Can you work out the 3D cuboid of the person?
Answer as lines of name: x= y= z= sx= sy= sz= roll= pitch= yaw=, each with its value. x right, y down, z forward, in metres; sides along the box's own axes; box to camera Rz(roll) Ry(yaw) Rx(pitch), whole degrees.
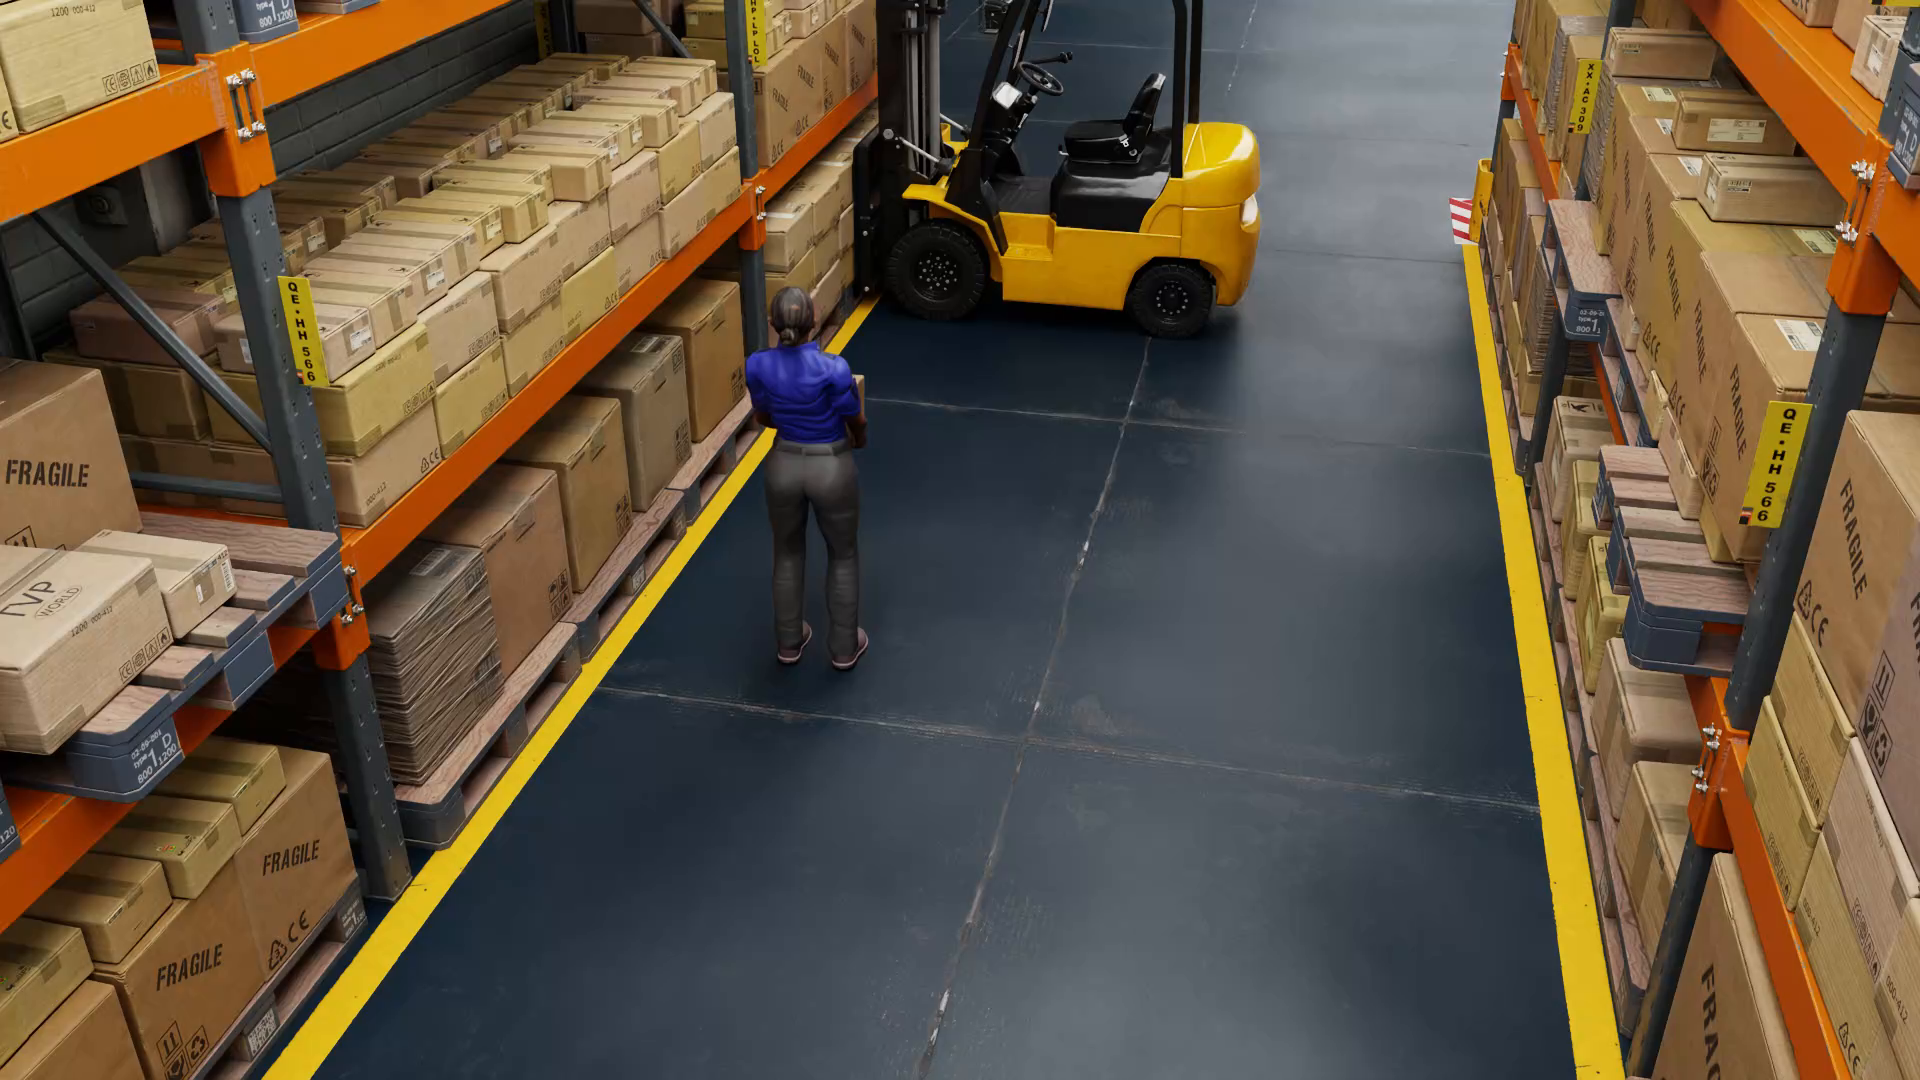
person: x=-0.577 y=-0.252 z=6.585 sx=0.534 sy=1.655 sz=0.348 roll=3 pitch=29 yaw=6
